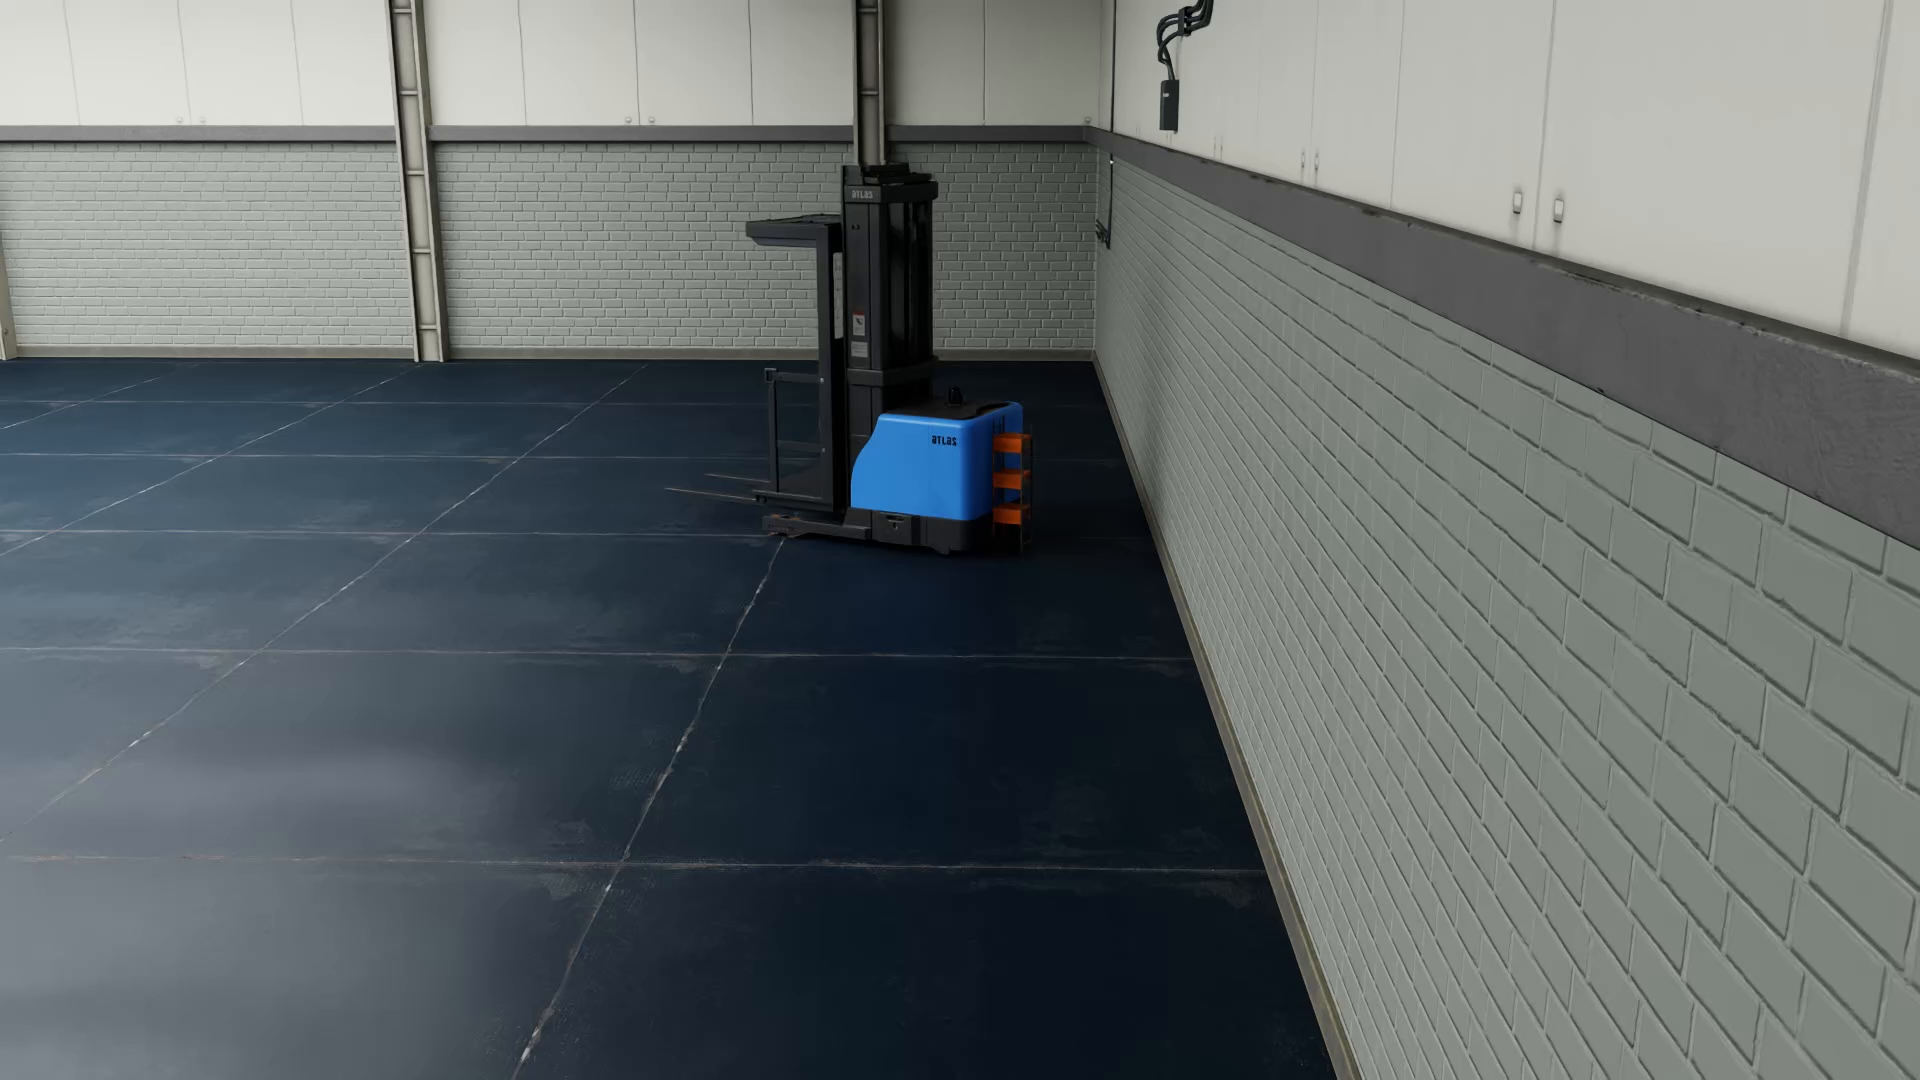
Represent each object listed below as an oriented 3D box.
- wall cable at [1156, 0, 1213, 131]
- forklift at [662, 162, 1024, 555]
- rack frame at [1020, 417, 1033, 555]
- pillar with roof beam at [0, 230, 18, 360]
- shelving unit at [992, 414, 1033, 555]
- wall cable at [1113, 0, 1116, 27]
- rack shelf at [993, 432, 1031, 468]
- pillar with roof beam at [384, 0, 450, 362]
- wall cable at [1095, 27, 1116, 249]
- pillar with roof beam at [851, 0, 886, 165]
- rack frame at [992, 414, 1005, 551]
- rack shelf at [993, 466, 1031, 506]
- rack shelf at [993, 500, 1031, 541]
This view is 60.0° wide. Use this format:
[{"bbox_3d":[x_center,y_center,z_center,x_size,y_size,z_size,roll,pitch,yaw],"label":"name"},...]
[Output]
[{"bbox_3d":[1.475,-5.631,10.376,0.169,6.003,2.305,0,15,1],"label":"wall cable"},{"bbox_3d":[-1.033,-1.544,13.448,3.031,2.935,1.130,7,16,26],"label":"forklift"},{"bbox_3d":[0.518,-0.417,12.862,0.008,1.050,0.200,7,16,26],"label":"rack frame"},{"bbox_3d":[-13.284,-5.744,17.471,0.400,9.000,9.100,0,15,1],"label":"pillar with roof beam"},{"bbox_3d":[0.409,-0.431,12.915,0.252,1.050,0.215,7,16,26],"label":"shelving unit"},{"bbox_3d":[1.665,-6.658,17.122,0.112,2.526,3.097,0,15,1],"label":"wall cable"},{"bbox_3d":[0.409,-0.695,12.845,0.240,0.259,0.215,7,16,26],"label":"rack shelf"},{"bbox_3d":[-7.286,-5.705,17.323,0.400,9.000,9.100,0,15,1],"label":"pillar with roof beam"},{"bbox_3d":[1.734,-4.906,20.381,0.112,2.526,3.097,0,15,1],"label":"wall cable"},{"bbox_3d":[-1.287,-5.666,17.175,0.400,9.000,9.100,0,15,1],"label":"pillar with roof beam"},{"bbox_3d":[0.300,-0.445,12.968,0.008,1.050,0.200,7,16,26],"label":"rack frame"},{"bbox_3d":[0.409,-0.421,12.918,0.240,0.259,0.215,7,16,26],"label":"rack shelf"},{"bbox_3d":[0.409,-0.152,12.989,0.240,0.259,0.215,7,16,26],"label":"rack shelf"}]
